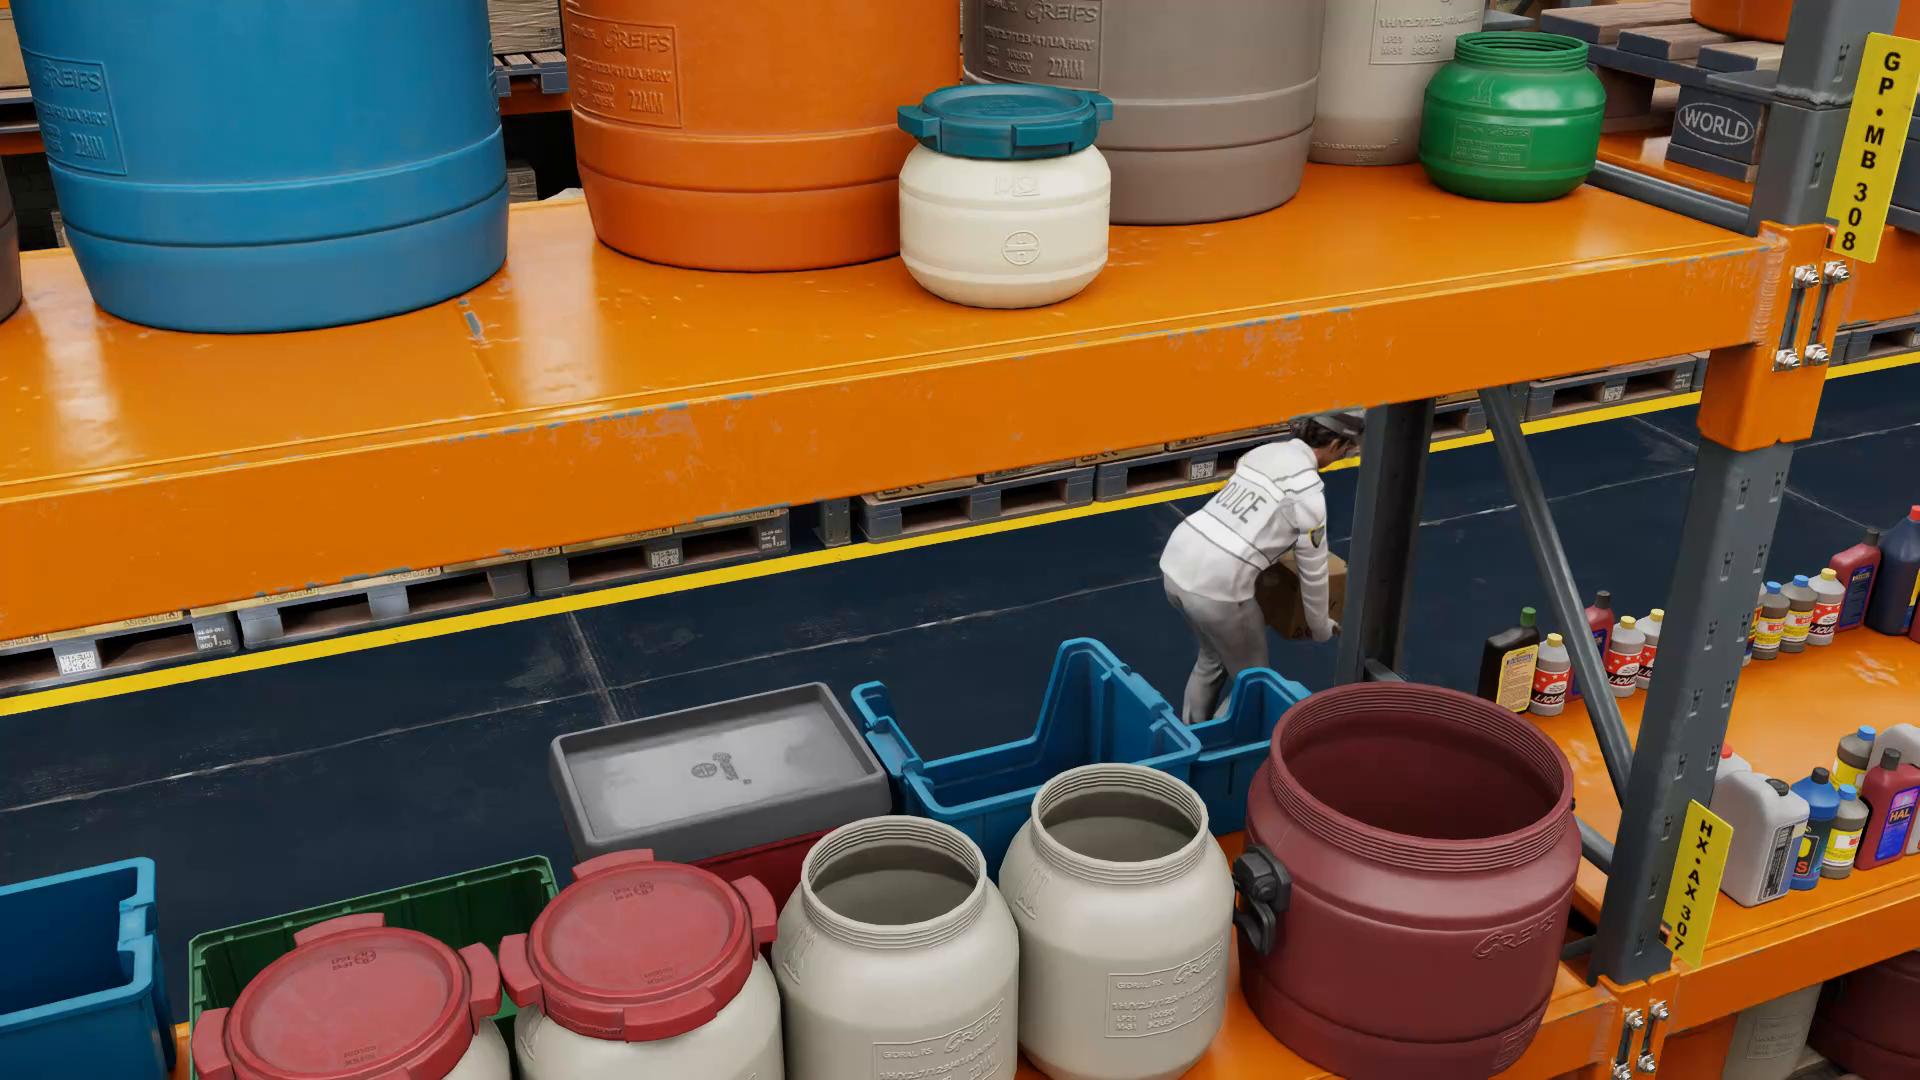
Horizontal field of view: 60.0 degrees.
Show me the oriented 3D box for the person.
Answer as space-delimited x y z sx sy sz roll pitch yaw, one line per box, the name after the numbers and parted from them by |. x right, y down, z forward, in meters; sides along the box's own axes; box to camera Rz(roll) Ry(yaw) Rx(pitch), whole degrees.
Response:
1.069 0.201 5.927 0.756 1.474 0.415 -11 28 -22 | person
